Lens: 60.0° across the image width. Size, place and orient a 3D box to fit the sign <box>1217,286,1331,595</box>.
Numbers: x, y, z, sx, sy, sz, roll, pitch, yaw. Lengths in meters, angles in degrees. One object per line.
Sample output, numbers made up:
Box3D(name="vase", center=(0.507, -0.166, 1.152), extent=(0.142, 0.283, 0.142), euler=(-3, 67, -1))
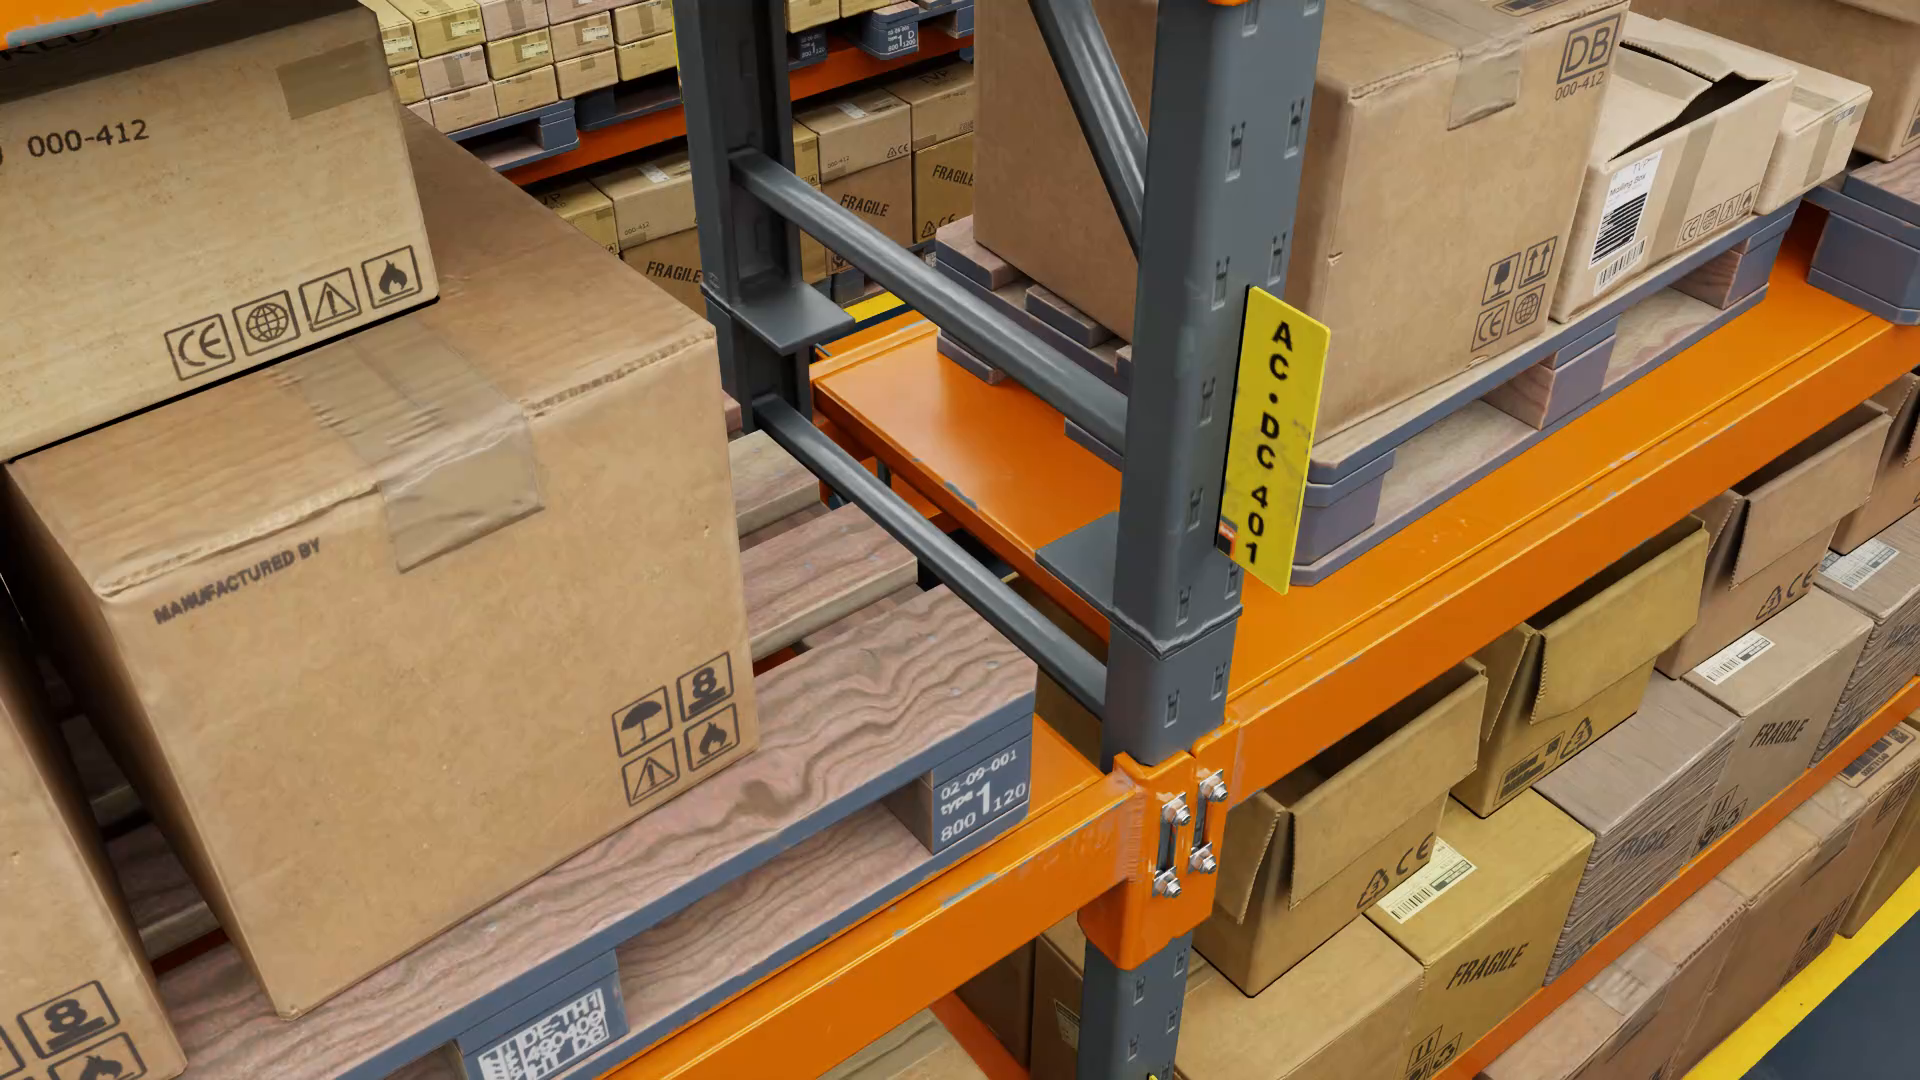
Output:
Box3D(name="sign", center=(0.309, -0.092, 1.662), extent=(0.005, 0.325, 0.100), euler=(-26, 46, -28))

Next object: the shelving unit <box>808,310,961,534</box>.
Box3D(name="shelving unit", center=(-0.005, -0.432, 6.390), extent=(1.048, 1.125, 0.538), euler=(-26, 46, -28))

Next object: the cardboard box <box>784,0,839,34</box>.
Box3D(name="cardboard box", center=(-0.726, -2.309, 7.067), extent=(0.250, 0.149, 0.380), euler=(-28, 47, -30))

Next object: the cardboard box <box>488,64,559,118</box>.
Box3D(name="cardboard box", center=(-1.763, -1.801, 6.448), extent=(0.250, 0.149, 0.380), euler=(-26, 46, -28))

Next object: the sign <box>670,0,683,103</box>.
Box3D(name="sign", center=(-0.368, -0.731, 2.255), extent=(0.005, 0.325, 0.100), euler=(-26, 46, -28))

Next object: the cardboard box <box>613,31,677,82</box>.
Box3D(name="cardboard box", center=(-1.348, -2.008, 6.699), extent=(0.250, 0.149, 0.380), euler=(-27, 46, -29))

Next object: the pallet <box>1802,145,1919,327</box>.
Box3D(name="pallet", center=(1.778, -0.904, 3.271), extent=(1.213, 0.211, 1.003), euler=(-24, 45, -26))

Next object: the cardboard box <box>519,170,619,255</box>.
Box3D(name="cardboard box", center=(-1.805, -1.360, 7.091), extent=(0.500, 0.250, 0.500), euler=(-25, 45, -27))

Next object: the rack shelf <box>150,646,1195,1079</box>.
Box3D(name="rack shelf", center=(-1.616, 0.911, 1.477), extent=(4.000, 0.370, 1.077), euler=(-26, 46, -28))

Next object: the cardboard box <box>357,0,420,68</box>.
Box3D(name="cardboard box", center=(-2.162, -1.841, 6.027), extent=(0.250, 0.149, 0.380), euler=(-25, 45, -27))

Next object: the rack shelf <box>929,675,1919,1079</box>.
Box3D(name="rack shelf", center=(1.556, 0.525, 4.313), extent=(4.000, 0.370, 1.077), euler=(-26, 46, -28))

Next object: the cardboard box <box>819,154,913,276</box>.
Box3D(name="cardboard box", center=(-0.577, -1.671, 8.062), extent=(0.500, 0.500, 0.500), euler=(-24, 45, -26))

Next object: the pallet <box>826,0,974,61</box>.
Box3D(name="pallet", center=(-0.301, -2.657, 7.775), extent=(1.003, 0.211, 1.213), euler=(-26, 46, -28))

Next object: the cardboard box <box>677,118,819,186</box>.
Box3D(name="cardboard box", center=(-0.990, -1.760, 7.579), extent=(0.500, 0.250, 0.500), euler=(-25, 45, -27))

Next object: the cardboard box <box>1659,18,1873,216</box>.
Box3D(name="cardboard box", center=(1.242, -0.706, 2.747), extent=(0.250, 0.149, 0.380), euler=(-28, 47, -30))

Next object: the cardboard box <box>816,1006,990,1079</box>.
Box3D(name="cardboard box", center=(-0.232, 0.985, 2.477), extent=(0.500, 0.500, 0.500), euler=(-25, 45, -27))

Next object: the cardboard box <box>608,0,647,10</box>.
Box3D(name="cardboard box", center=(-1.355, -2.230, 6.502), extent=(0.250, 0.149, 0.380), euler=(-24, 45, -27))

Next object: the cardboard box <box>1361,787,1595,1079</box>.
Box3D(name="cardboard box", center=(0.885, 0.734, 3.412), extent=(0.500, 0.500, 0.500), euler=(-26, 46, -28))

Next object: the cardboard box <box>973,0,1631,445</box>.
Box3D(name="cardboard box", center=(0.424, -0.571, 2.305), extent=(0.500, 0.500, 0.700), euler=(-25, 45, -27))

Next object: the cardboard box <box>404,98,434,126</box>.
Box3D(name="cardboard box", center=(-2.163, -1.610, 6.215), extent=(0.250, 0.149, 0.380), euler=(-25, 46, -27))

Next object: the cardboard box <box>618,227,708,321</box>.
Box3D(name="cardboard box", center=(-1.399, -1.277, 7.581), extent=(0.500, 0.500, 0.500), euler=(-25, 46, -27))

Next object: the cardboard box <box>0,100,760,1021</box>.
Box3D(name="cardboard box", center=(-0.614, -0.047, 1.589), extent=(0.500, 0.500, 0.700), euler=(-29, 47, -30))

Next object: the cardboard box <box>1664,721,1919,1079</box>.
Box3D(name="cardboard box", center=(1.870, 0.729, 4.840), extent=(0.875, 0.875, 1.225), euler=(-26, 46, -28))

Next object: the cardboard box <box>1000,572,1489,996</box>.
Box3D(name="cardboard box", center=(0.471, 0.342, 3.098), extent=(0.637, 0.503, 0.797), euler=(-27, 47, -29))

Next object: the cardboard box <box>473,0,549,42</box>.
Box3D(name="cardboard box", center=(-1.758, -2.034, 6.262), extent=(0.250, 0.149, 0.380), euler=(-27, 46, -29))

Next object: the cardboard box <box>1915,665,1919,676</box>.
Box3D(name="cardboard box", center=(2.502, -0.060, 4.379), extent=(0.500, 0.500, 0.500), euler=(-26, 46, -28))

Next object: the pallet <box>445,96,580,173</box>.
Box3D(name="pallet", center=(-2.278, -1.662, 6.562), extent=(1.213, 0.211, 1.003), euler=(-26, 46, -28))

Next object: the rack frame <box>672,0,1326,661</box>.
Box3D(name="rack frame", center=(-0.030, -1.300, 1.240), extent=(0.127, 3.000, 1.000), euler=(-26, 46, -28))

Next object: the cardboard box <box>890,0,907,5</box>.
Box3D(name="cardboard box", center=(-0.313, -2.509, 7.310), extent=(0.250, 0.149, 0.380), euler=(-25, 46, -27))

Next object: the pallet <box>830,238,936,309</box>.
Box3D(name="pallet", center=(-0.421, -1.681, 8.632), extent=(1.213, 0.211, 1.003), euler=(-26, 46, -28))

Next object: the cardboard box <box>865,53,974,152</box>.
Box3D(name="cardboard box", center=(-0.183, -2.150, 8.054), extent=(0.500, 0.250, 0.500), euler=(-27, 47, -29))

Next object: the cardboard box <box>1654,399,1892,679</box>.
Box3D(name="cardboard box", center=(1.506, -0.166, 3.717), extent=(0.637, 0.503, 0.797), euler=(-24, 45, -27))

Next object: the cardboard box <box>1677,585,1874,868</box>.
Box3D(name="cardboard box", center=(1.689, 0.338, 3.894), extent=(0.500, 0.500, 0.500), euler=(-25, 46, -27))

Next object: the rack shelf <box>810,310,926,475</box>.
Box3D(name="rack shelf", center=(-0.005, -0.659, 6.204), extent=(1.000, 0.278, 0.538), euler=(-26, 46, -28))

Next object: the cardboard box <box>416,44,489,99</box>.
Box3D(name="cardboard box", center=(-1.971, -1.816, 6.231), extent=(0.250, 0.149, 0.380), euler=(-25, 45, -27))

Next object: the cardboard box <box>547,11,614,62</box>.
Box3D(name="cardboard box", center=(-1.553, -2.022, 6.483), extent=(0.250, 0.149, 0.380), euler=(-24, 45, -26))
